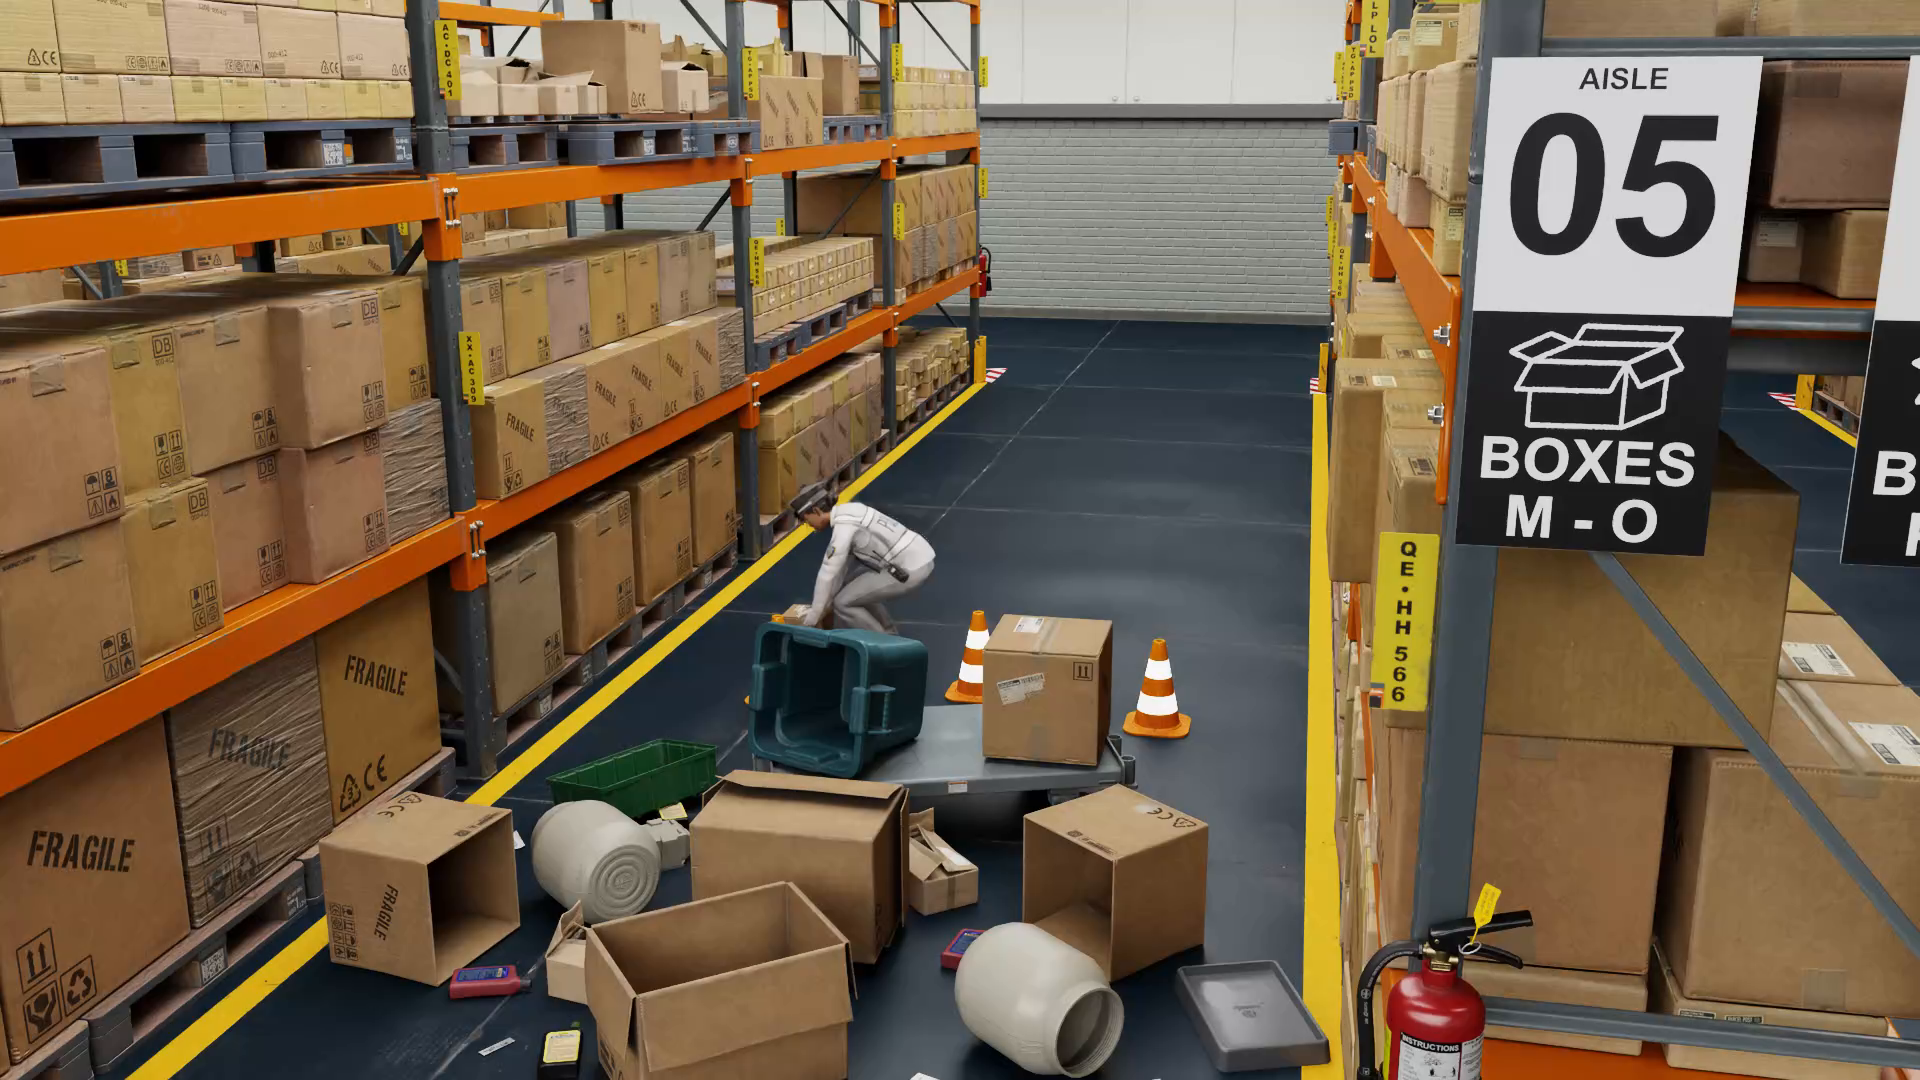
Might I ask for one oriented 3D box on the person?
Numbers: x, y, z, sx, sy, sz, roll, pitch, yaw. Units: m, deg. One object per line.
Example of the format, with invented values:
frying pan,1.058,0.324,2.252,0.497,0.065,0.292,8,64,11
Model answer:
person,-0.568,0.182,9.532,0.832,1.052,0.501,3,15,11
